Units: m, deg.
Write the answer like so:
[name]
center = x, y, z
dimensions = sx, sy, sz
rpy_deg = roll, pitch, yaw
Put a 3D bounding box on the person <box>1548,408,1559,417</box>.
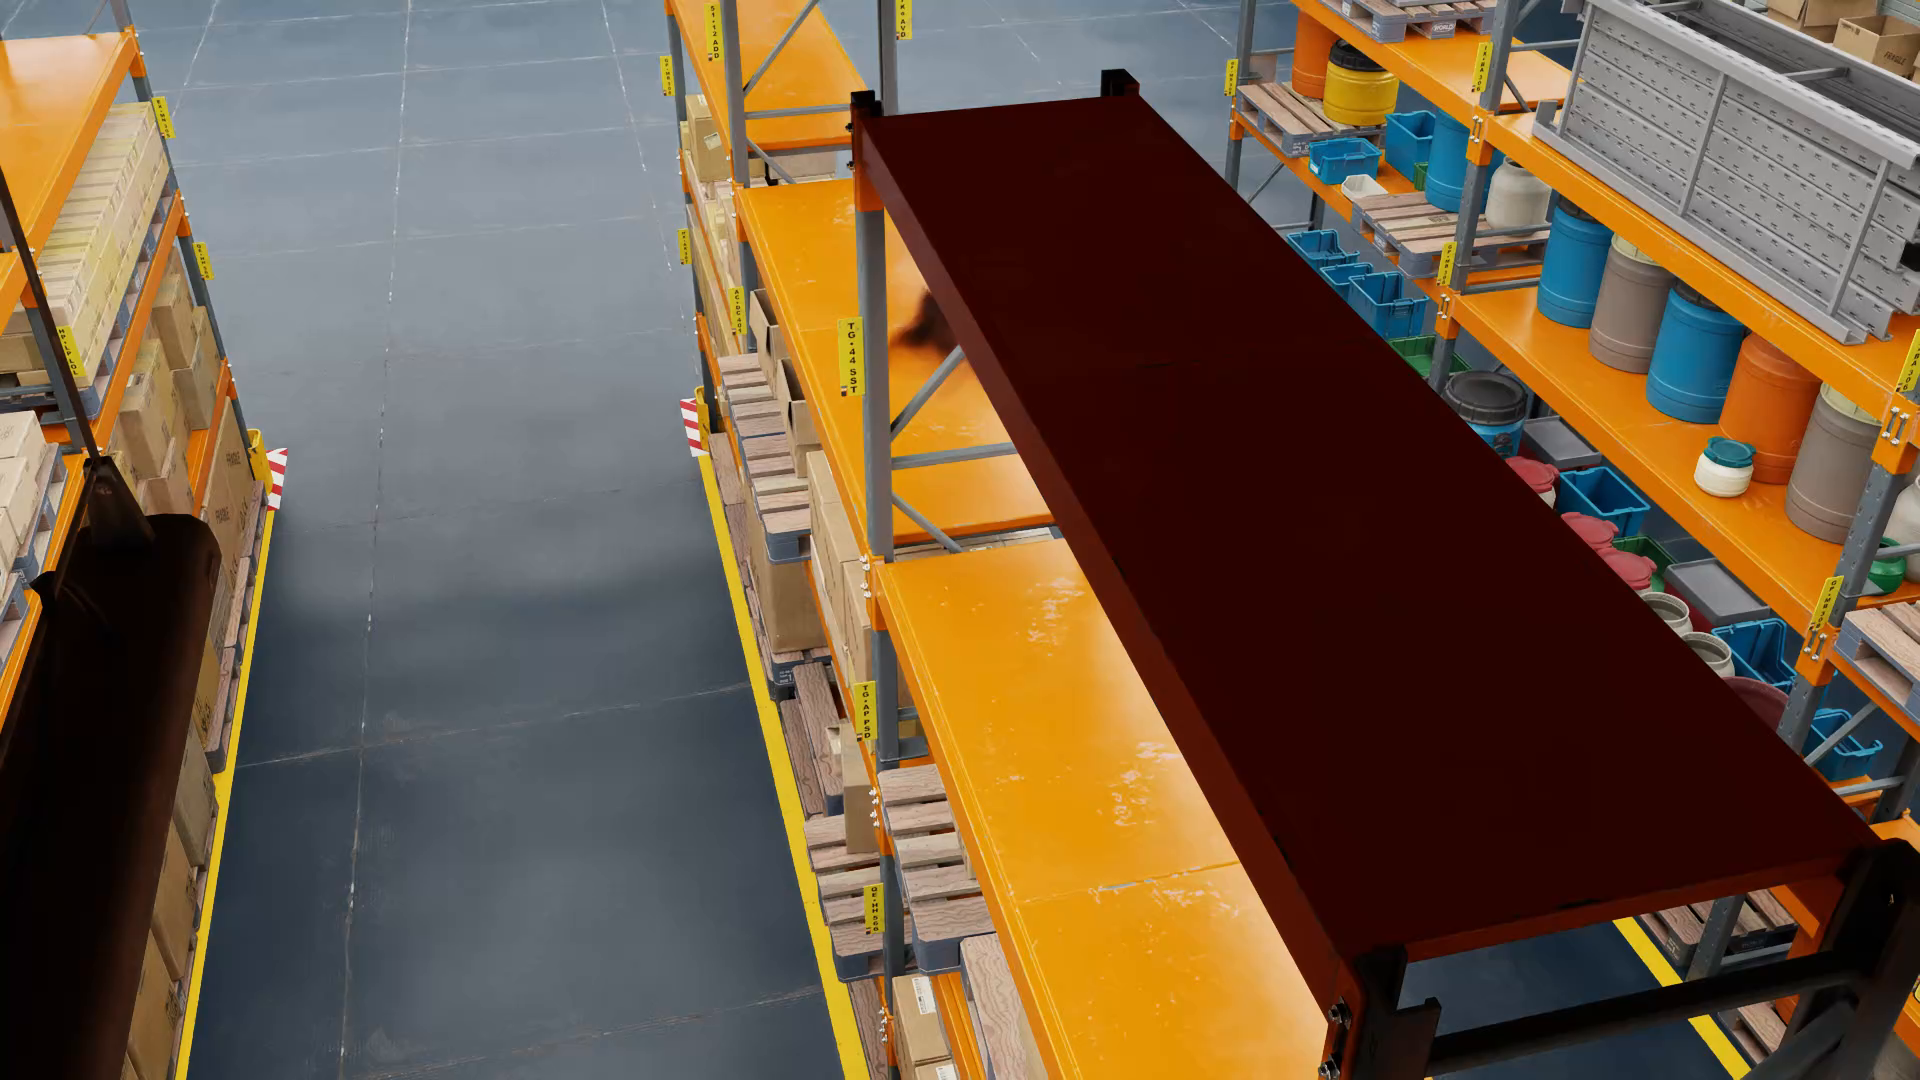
[person]
center = 5.154, -1.008, 14.089
dimensions = 0.552, 1.706, 0.808
rpy_deg = -9, 35, -12
